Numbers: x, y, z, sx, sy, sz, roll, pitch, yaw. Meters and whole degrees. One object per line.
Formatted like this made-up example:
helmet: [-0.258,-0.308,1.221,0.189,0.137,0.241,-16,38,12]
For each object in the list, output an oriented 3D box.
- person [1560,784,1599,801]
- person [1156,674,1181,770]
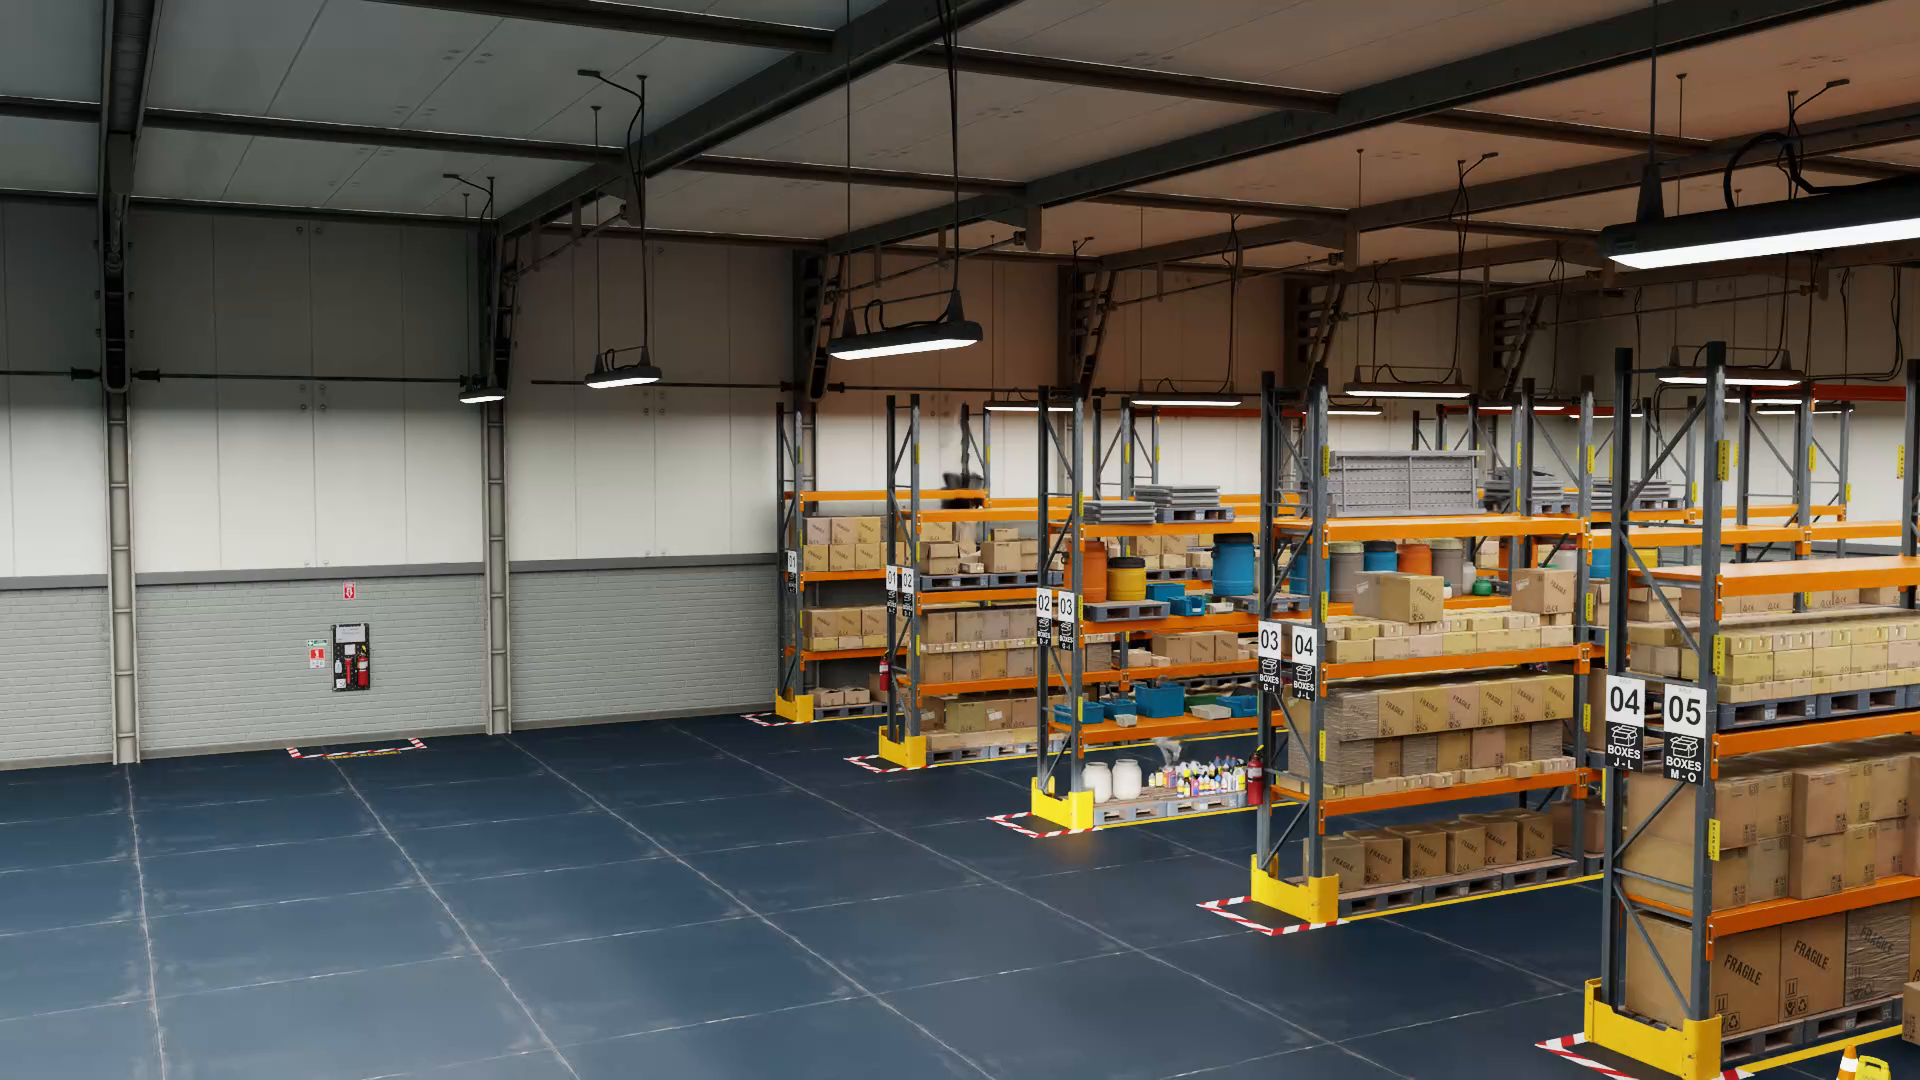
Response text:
person: [8.520,3.044,22.922,0.957,1.661,0.588,-2,4,-35]
person: [3.241,2.905,26.342,0.605,1.558,0.560,-2,4,-32]
